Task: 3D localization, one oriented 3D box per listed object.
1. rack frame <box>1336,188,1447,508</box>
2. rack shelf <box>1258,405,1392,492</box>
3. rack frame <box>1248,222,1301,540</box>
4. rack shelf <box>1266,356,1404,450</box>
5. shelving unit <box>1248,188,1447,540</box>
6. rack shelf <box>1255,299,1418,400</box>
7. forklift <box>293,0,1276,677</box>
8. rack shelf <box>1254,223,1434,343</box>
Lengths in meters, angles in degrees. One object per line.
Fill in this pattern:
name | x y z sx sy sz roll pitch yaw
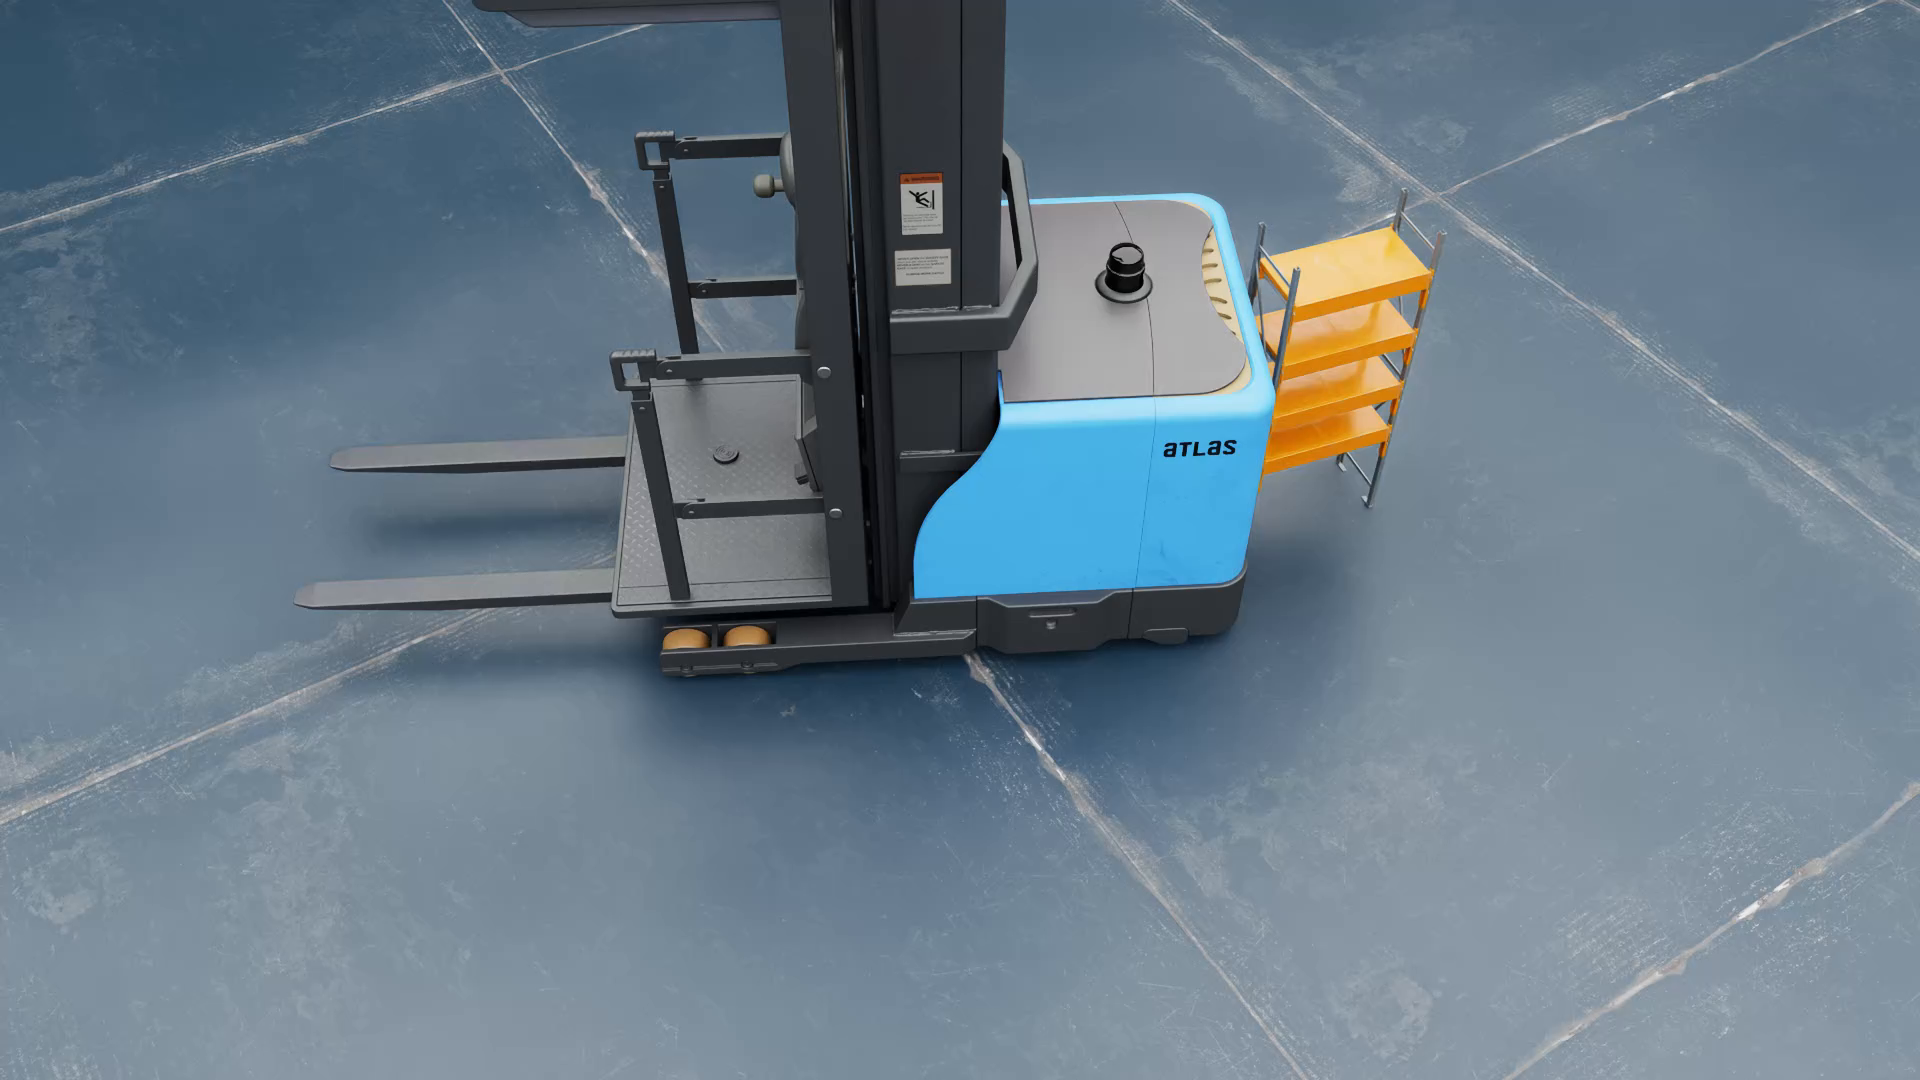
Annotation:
rack frame | 1.403 -0.597 5.478 0.015 1.200 0.240 -15 50 -13
rack shelf | 1.175 -0.357 5.620 0.480 0.148 0.258 -15 50 -13
rack frame | 0.946 -0.470 5.365 0.015 1.200 0.240 -15 50 -13
rack shelf | 1.175 -0.489 5.472 0.480 0.148 0.258 -15 50 -13
shelving unit | 1.175 -0.534 5.422 0.503 1.200 0.258 -15 50 -13
rack shelf | 1.175 -0.638 5.305 0.480 0.148 0.258 -15 50 -13
forklift | -0.627 -0.945 4.629 3.031 2.935 1.130 -3 48 -2
rack shelf | 1.175 -0.795 5.128 0.480 0.148 0.258 -15 50 -13
